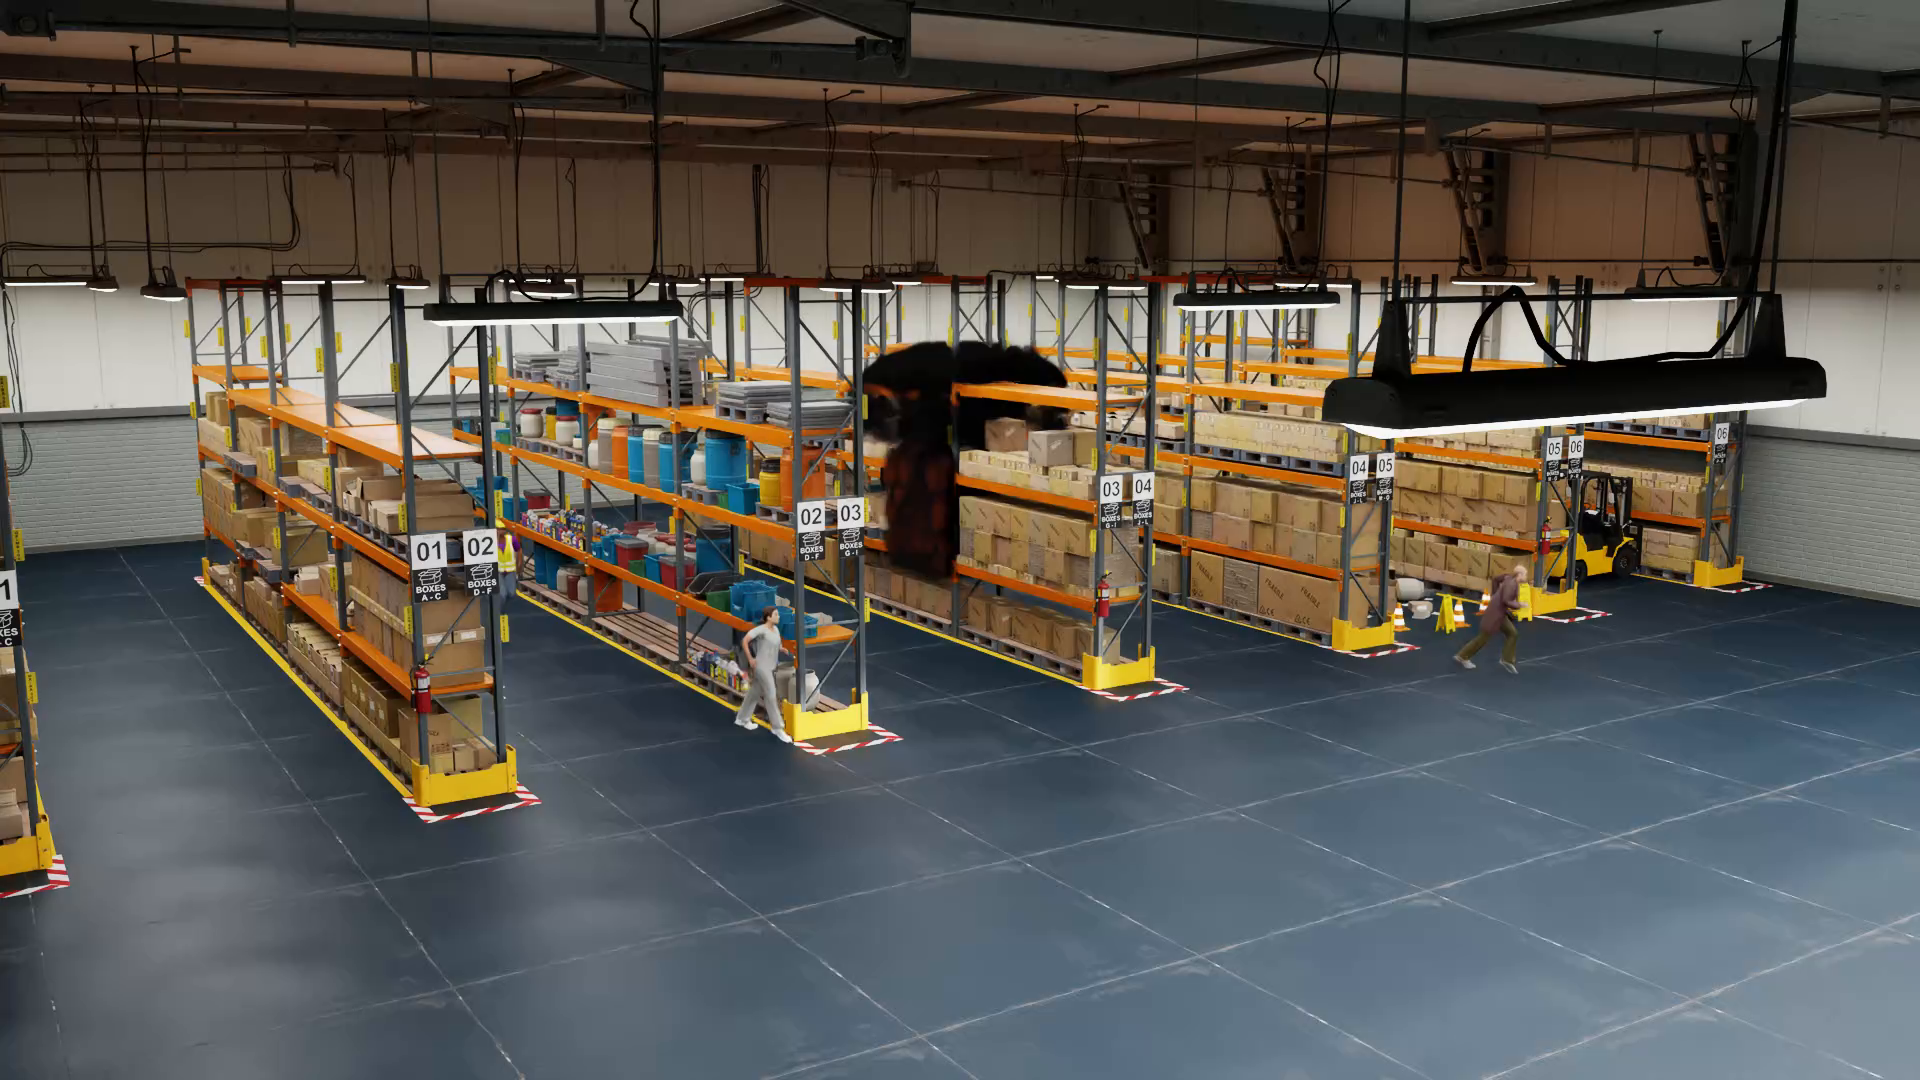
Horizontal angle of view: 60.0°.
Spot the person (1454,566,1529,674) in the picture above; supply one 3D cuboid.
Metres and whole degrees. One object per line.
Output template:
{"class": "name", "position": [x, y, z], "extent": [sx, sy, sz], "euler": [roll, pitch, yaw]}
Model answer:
{"class": "person", "position": [8.241, 1.239, 25.761], "extent": [1.069, 1.742, 0.753], "euler": [3, 10, 16]}

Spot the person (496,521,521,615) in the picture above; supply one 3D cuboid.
{"class": "person", "position": [-7.699, 0.495, 27.948], "extent": [0.683, 1.674, 0.524], "euler": [-5, 11, -27]}

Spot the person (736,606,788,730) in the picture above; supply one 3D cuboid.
{"class": "person", "position": [-2.539, 1.618, 21.359], "extent": [0.745, 1.581, 0.580], "euler": [3, 10, 17]}
